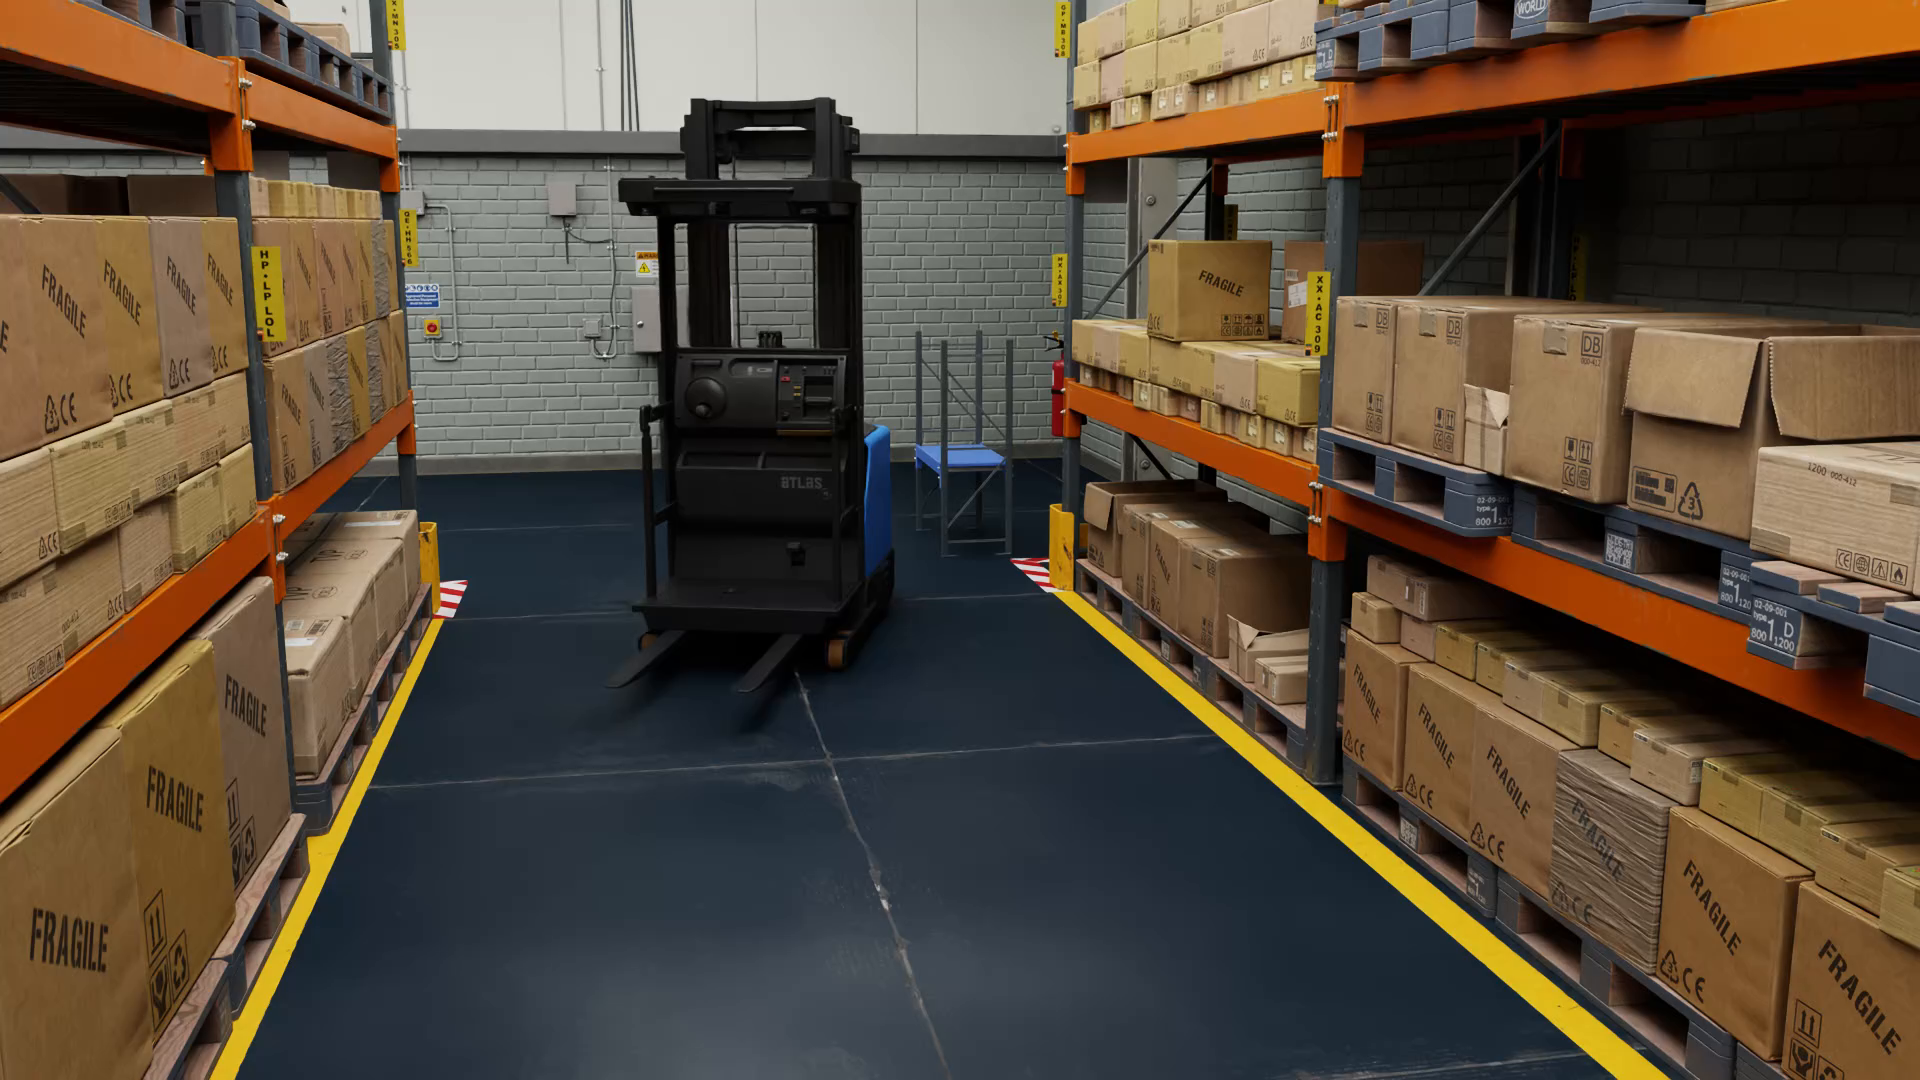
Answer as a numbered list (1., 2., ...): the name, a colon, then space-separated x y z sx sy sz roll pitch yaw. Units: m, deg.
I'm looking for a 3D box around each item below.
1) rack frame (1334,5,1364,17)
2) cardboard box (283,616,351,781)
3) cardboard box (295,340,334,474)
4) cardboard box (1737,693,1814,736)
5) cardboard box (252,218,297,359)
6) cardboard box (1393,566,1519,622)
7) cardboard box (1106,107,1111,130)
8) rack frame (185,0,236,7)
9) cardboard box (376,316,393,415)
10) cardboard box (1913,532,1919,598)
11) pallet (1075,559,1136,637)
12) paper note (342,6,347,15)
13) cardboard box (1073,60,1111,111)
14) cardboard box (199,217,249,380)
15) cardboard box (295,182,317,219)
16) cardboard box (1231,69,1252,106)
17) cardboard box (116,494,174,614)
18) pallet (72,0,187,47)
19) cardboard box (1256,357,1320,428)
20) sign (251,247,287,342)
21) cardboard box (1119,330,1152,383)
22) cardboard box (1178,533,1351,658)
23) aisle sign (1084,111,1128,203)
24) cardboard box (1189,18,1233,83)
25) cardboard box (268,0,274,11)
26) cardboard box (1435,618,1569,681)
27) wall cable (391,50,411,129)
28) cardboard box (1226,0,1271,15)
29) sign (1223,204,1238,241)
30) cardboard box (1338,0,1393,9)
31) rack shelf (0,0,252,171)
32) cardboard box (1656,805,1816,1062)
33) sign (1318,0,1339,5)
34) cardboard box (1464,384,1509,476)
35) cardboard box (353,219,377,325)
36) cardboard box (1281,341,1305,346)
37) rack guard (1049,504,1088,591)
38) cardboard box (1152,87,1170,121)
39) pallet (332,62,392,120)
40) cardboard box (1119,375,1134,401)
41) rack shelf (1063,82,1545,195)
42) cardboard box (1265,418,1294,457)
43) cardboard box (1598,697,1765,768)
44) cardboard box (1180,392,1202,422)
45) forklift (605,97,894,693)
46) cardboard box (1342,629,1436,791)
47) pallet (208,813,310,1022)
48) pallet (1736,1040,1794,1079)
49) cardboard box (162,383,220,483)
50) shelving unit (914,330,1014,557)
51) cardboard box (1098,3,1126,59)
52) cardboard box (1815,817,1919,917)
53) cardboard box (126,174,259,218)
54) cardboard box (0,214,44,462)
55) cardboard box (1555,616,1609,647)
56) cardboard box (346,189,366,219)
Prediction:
1. rack frame: 1.936 -3.430 6.150 1.000 3.000 0.127 -2 11 -11
2. cardboard box: -2.949 0.632 6.584 0.875 0.438 0.875 -2 11 -12
3. cardboard box: -2.860 -0.539 6.737 0.500 0.500 0.500 -2 11 -11
4. cardboard box: 2.603 0.561 5.056 0.380 0.149 0.250 -3 11 -13
5. cardboard box: -2.787 -0.938 6.161 0.500 0.500 0.500 -2 11 -11
6. cardboard box: 1.842 0.195 6.179 0.380 0.149 0.250 -3 11 -14
7. cardboard box: 1.069 -2.452 9.709 0.380 0.149 0.250 -2 11 -10
8. rack frame: -2.932 -3.249 5.198 1.000 3.000 0.127 -2 11 -11
9. cardboard box: -3.274 -0.913 8.703 0.500 0.500 0.500 -2 11 -12
10. cardboard box: 2.210 0.061 3.400 0.380 0.149 0.250 -2 11 -10
11. pallet: 1.329 0.314 9.985 1.003 0.211 1.213 -2 11 -11
12. paper note: -2.731 -2.353 7.380 0.006 0.032 0.123 -2 11 -11
13. cardboard box: 0.976 -2.671 9.791 0.500 0.250 0.500 -2 11 -12
14. cardboard box: -2.599 -0.769 5.273 0.500 0.500 0.500 -2 11 -9
15. cardboard box: -2.907 -1.417 6.944 0.380 0.149 0.250 -2 11 -13
16. cardboard box: 1.445 -2.028 7.478 0.380 0.149 0.250 -2 11 -11
17. cardboard box: -2.420 0.032 4.408 0.500 0.250 0.500 -2 11 -13
18. pallet: -2.705 -1.515 4.622 0.805 0.209 1.217 -3 11 -13
19. cardboard box: 1.598 -0.640 7.141 0.500 0.250 0.500 -2 11 -10
20. sign: -2.402 -0.853 5.771 0.100 0.325 0.005 -2 11 -11
21. cardboard box: 1.182 -1.011 9.089 0.500 0.250 0.500 -2 11 -12
22. cardboard box: 1.514 0.269 8.321 0.700 0.500 0.500 -3 11 -13
23. aisle sign: 0.857 -2.495 10.332 0.394 0.787 0.004 -2 11 -11
24. cardboard box: 1.397 -2.297 7.828 0.500 0.250 0.500 -2 11 -10
25. cardboard box: -3.226 -2.327 6.713 0.797 0.503 0.637 -1 11 -7
26. cardboard box: 1.936 0.390 5.951 0.380 0.149 0.250 -3 11 -14
27. wall cable: -5.093 -5.015 14.480 0.463 3.000 0.029 -2 11 -11
28. cardboard box: 1.494 -2.451 7.297 0.500 0.250 0.500 -2 11 -12
29. sign: 1.706 -1.957 10.514 0.100 0.325 0.005 -2 11 -11
30. cardboard box: 1.604 -2.019 6.041 0.380 0.149 0.250 -2 11 -10
31. rack shelf: -2.543 -1.055 3.618 1.077 0.370 4.000 -2 11 -11
32. cardboard box: 2.229 1.015 4.405 0.500 0.500 0.500 -2 11 -9
33. sign: 1.405 -2.189 6.271 0.100 0.325 0.005 -2 11 -11
34. cardboard box: 1.830 -0.354 5.272 0.396 0.266 0.258 -2 11 -8
35. cardboard box: -3.159 -1.310 8.116 0.500 0.500 0.500 -2 11 -11
36. cardboard box: 1.902 -0.842 8.205 0.500 0.250 0.500 -2 11 -10
37. rack guard: 1.173 0.025 10.726 1.175 0.500 0.348 -2 11 -11
38. cardboard box: 1.195 -2.215 8.461 0.380 0.149 0.250 -2 11 -11
39. pallet: -3.556 -2.330 8.628 1.003 0.211 1.213 -2 11 -11
40. cardboard box: 1.122 -0.882 9.481 0.380 0.149 0.250 -2 11 -9
41. rack shelf: 1.547 -1.970 8.425 1.077 0.370 4.000 -2 11 -11
42. cardboard box: 1.554 -0.456 7.240 0.380 0.149 0.250 -2 11 -9
43. cardboard box: 2.141 0.581 4.947 0.380 0.149 0.250 -2 11 -11
44. cardboard box: 1.344 -0.692 8.483 0.380 0.149 0.250 -2 11 -11
45. forklift: -1.095 -0.831 8.721 1.130 2.935 3.031 1 11 7
46. cardboard box: 1.809 0.636 6.396 0.500 0.500 0.500 -2 11 -9
47. pallet: -2.708 1.207 5.290 1.003 0.211 1.213 -2 11 -11
48. pallet: 2.606 1.482 3.844 1.003 0.211 1.213 -2 11 -11
49. cardboard box: -2.503 -0.310 4.867 0.500 0.250 0.500 -2 11 -10
50. shelving unit: 0.017 -0.721 11.974 0.538 1.500 1.048 -2 11 -11
51. cardboard box: 1.078 -2.824 9.255 0.500 0.250 0.500 -2 11 -11
52. cardboard box: 2.278 0.774 3.937 0.380 0.149 0.250 -2 11 -13
53. cardboard box: -2.739 -1.228 5.949 0.380 0.149 0.250 -2 11 -12
54. cardboard box: -2.202 -0.394 3.301 0.500 0.500 0.500 -2 11 -9
55. cardboard box: 2.402 0.370 6.060 0.380 0.149 0.250 -2 11 -10
56. cardboard box: -3.230 -1.698 8.419 0.380 0.149 0.250 -2 11 -10
